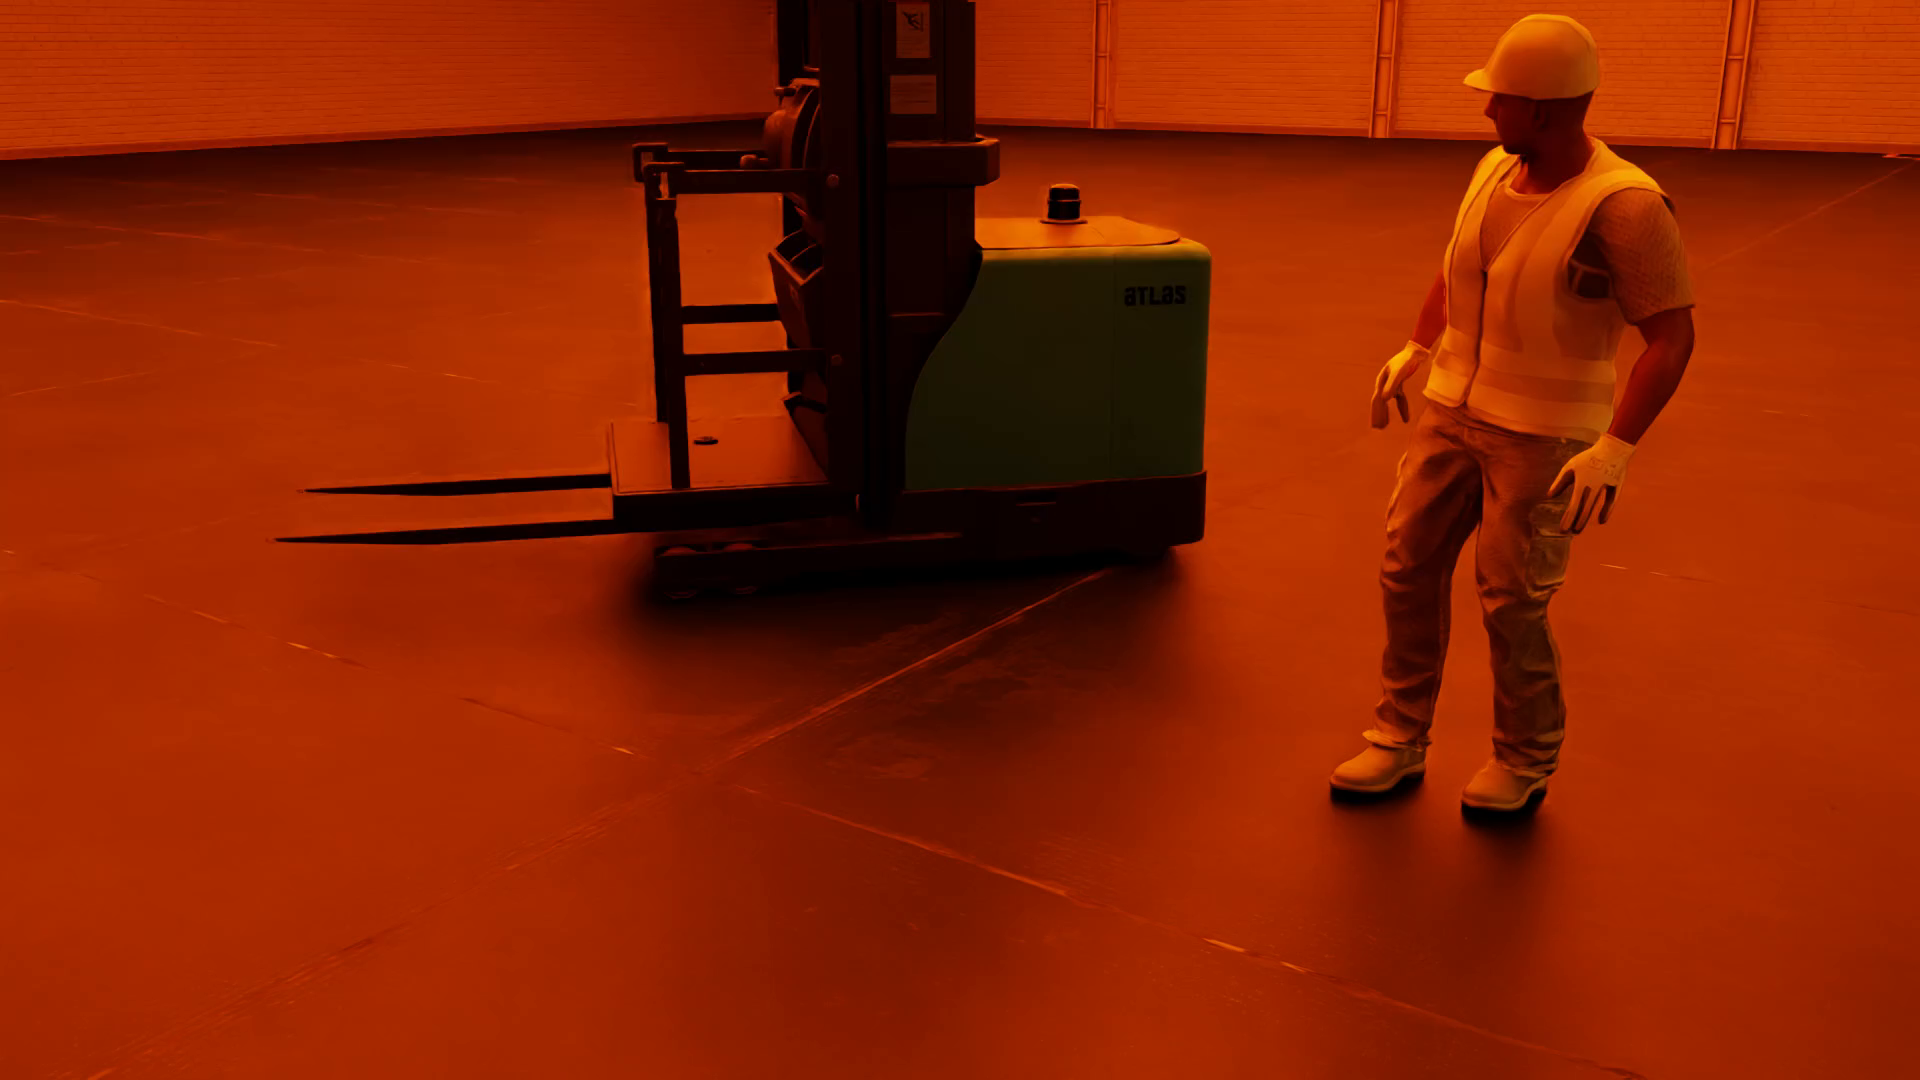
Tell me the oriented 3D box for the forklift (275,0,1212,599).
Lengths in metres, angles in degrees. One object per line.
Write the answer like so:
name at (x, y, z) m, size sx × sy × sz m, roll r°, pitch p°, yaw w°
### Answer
forklift at (-0.729, -1.380, 5.448) m, size 3.031 × 2.935 × 1.130 m, roll -4°, pitch 17°, yaw -12°

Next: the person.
person at (1.170, -0.236, 3.669) m, size 0.514 × 1.761 × 0.786 m, roll -10°, pitch 19°, yaw -29°
